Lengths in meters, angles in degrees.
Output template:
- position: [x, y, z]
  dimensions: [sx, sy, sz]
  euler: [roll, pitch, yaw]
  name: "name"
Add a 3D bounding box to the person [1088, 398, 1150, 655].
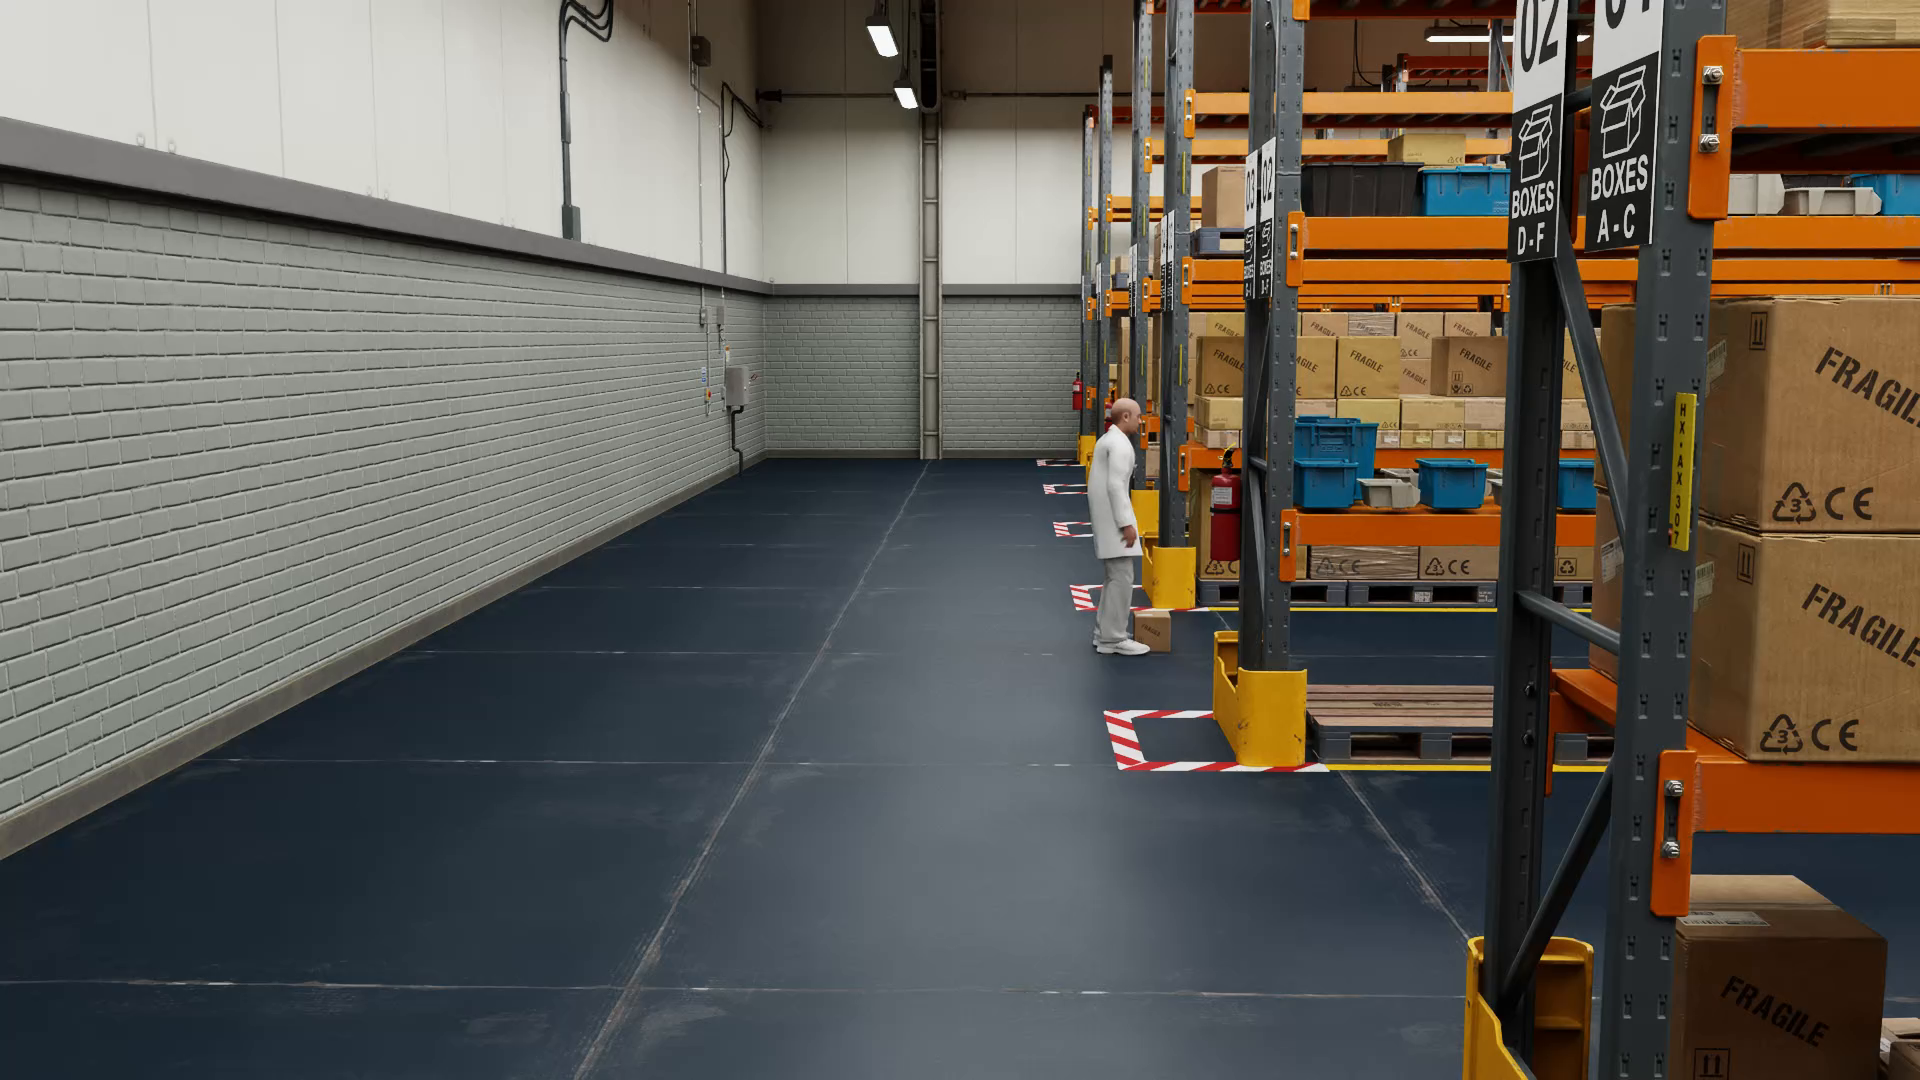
- position: [1.113, -0.111, 11.719]
  dimensions: [0.423, 1.774, 0.653]
  euler: [0, 7, -2]
  name: "person"
